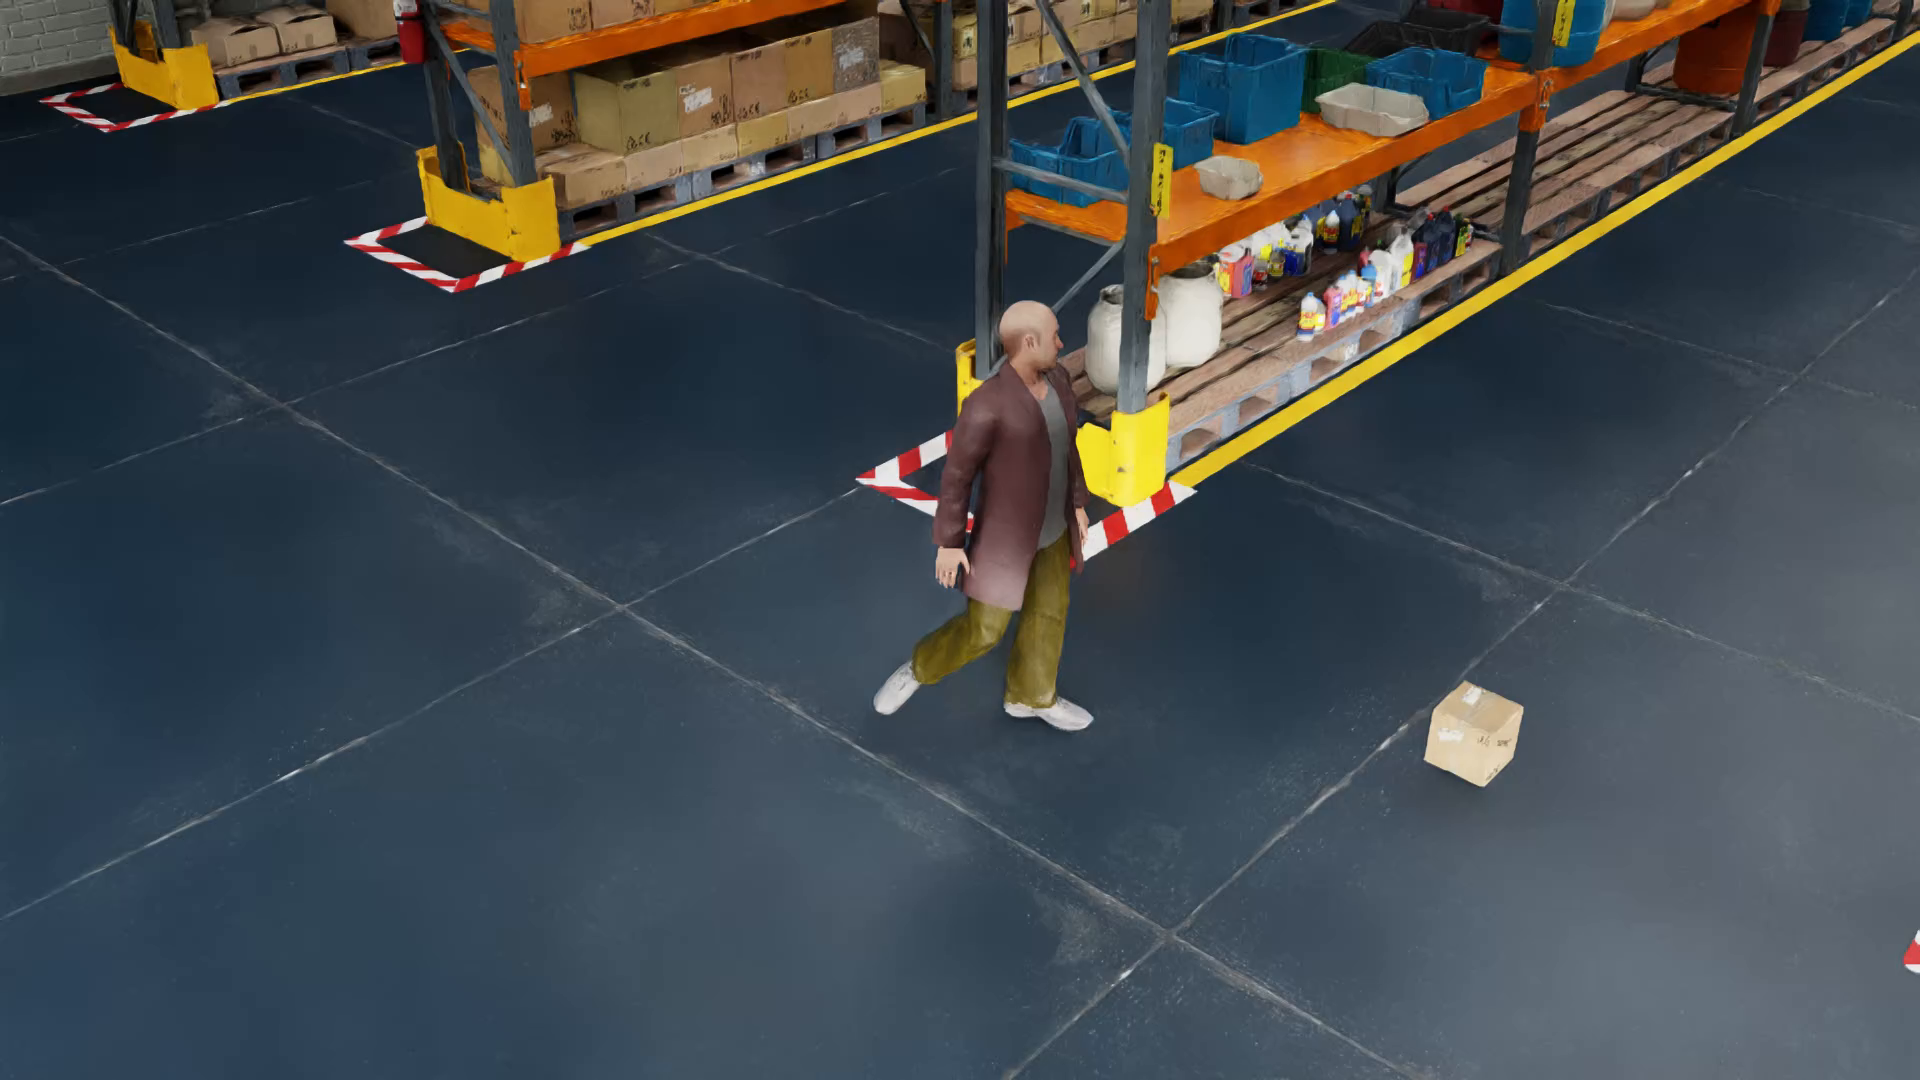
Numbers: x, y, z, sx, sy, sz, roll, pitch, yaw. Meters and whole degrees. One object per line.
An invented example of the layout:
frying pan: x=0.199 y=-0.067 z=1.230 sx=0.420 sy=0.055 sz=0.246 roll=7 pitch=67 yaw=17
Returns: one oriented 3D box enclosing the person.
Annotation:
person: x=0.130 y=-0.042 z=6.216 sx=0.662 sy=1.775 sz=0.787 roll=26 pitch=40 yaw=36
